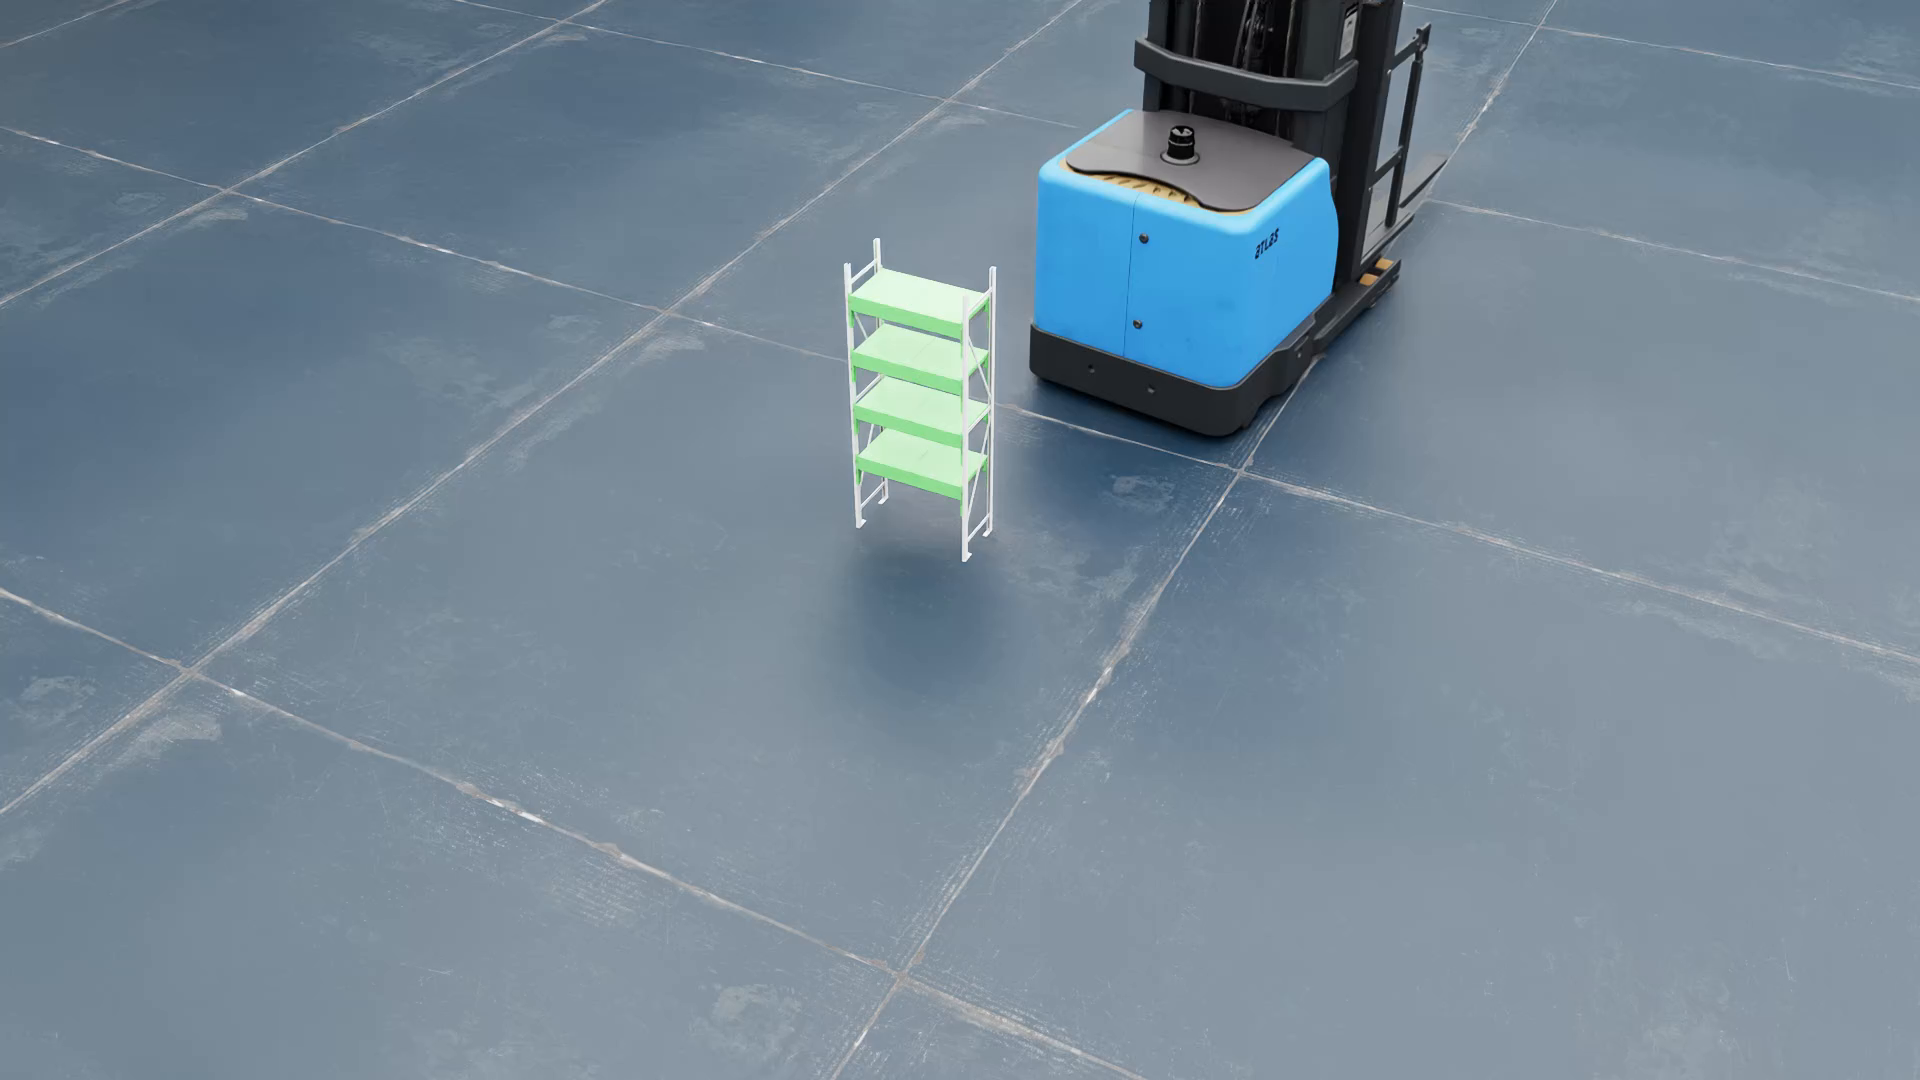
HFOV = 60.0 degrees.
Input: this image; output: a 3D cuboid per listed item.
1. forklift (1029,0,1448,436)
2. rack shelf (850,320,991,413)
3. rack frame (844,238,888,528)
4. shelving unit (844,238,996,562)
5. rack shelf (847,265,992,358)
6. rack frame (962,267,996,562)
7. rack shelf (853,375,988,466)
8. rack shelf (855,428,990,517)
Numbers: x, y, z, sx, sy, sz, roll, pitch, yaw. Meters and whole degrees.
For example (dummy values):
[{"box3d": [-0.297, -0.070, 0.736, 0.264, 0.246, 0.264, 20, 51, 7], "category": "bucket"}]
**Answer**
[{"box3d": [1.565, -2.471, 7.581, 1.130, 2.935, 3.031, 22, 43, 27], "category": "forklift"}, {"box3d": [-0.147, -0.664, 6.341, 0.480, 0.148, 0.258, 17, 41, 21], "category": "rack shelf"}, {"box3d": [-0.364, -0.592, 6.537, 0.015, 1.200, 0.240, 17, 41, 21], "category": "rack frame"}, {"box3d": [-0.147, -0.524, 6.448, 0.503, 1.200, 0.258, 17, 41, 21], "category": "shelving unit"}, {"box3d": [-0.147, -0.855, 6.196, 0.480, 0.148, 0.258, 17, 41, 21], "category": "rack shelf"}, {"box3d": [0.070, -0.456, 6.358, 0.015, 1.200, 0.240, 17, 41, 21], "category": "rack frame"}, {"box3d": [-0.147, -0.473, 6.487, 0.480, 0.148, 0.258, 17, 41, 21], "category": "rack shelf"}, {"box3d": [-0.147, -0.282, 6.632, 0.480, 0.148, 0.258, 17, 41, 21], "category": "rack shelf"}]
